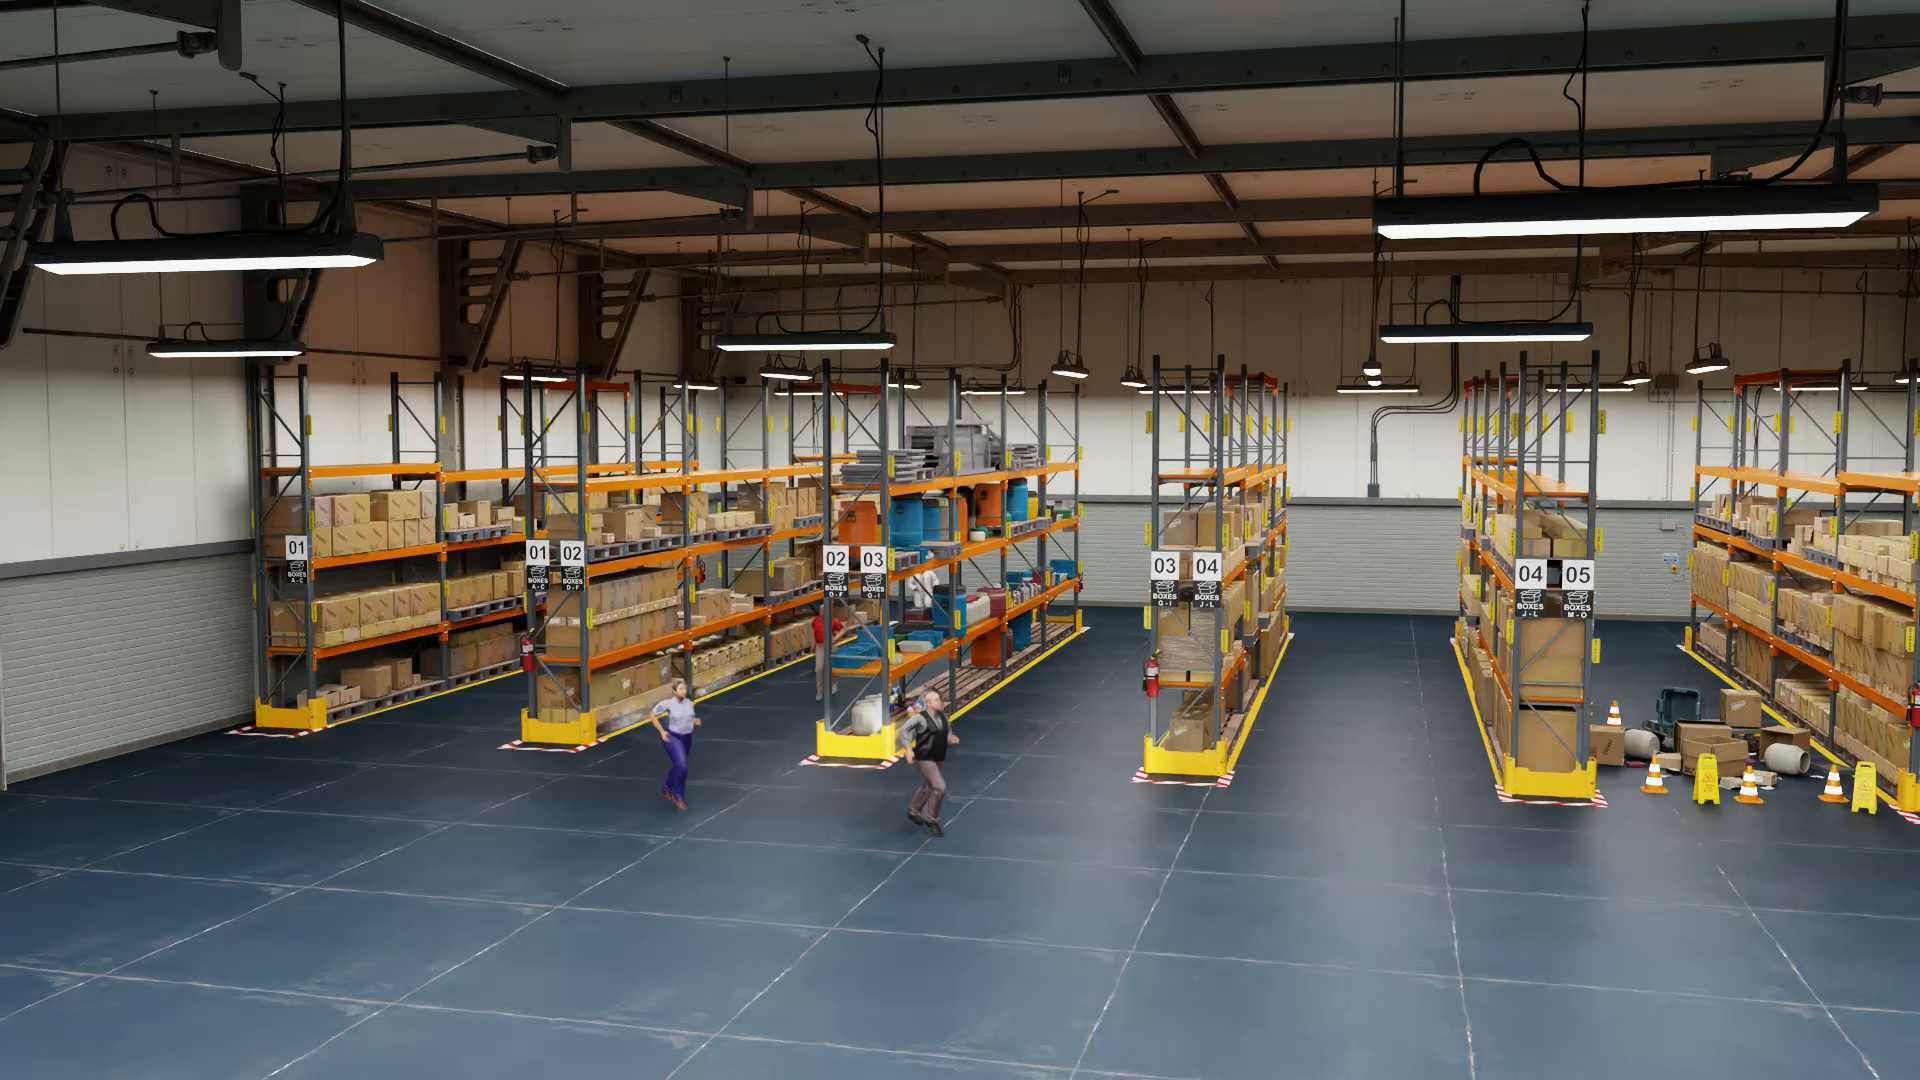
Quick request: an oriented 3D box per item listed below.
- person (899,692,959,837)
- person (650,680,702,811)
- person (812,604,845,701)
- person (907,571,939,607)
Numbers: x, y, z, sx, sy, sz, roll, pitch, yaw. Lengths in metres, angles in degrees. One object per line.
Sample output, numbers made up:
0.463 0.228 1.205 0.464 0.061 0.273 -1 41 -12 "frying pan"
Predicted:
-0.354 2.742 20.402 0.827 1.776 0.623 3 5 37 "person"
-3.699 2.697 21.820 0.752 1.697 0.584 3 5 36 "person"
-2.426 2.049 30.596 0.675 1.788 0.793 1 4 14 "person"
-0.896 1.386 39.867 0.741 1.740 0.586 0 4 4 "person"
